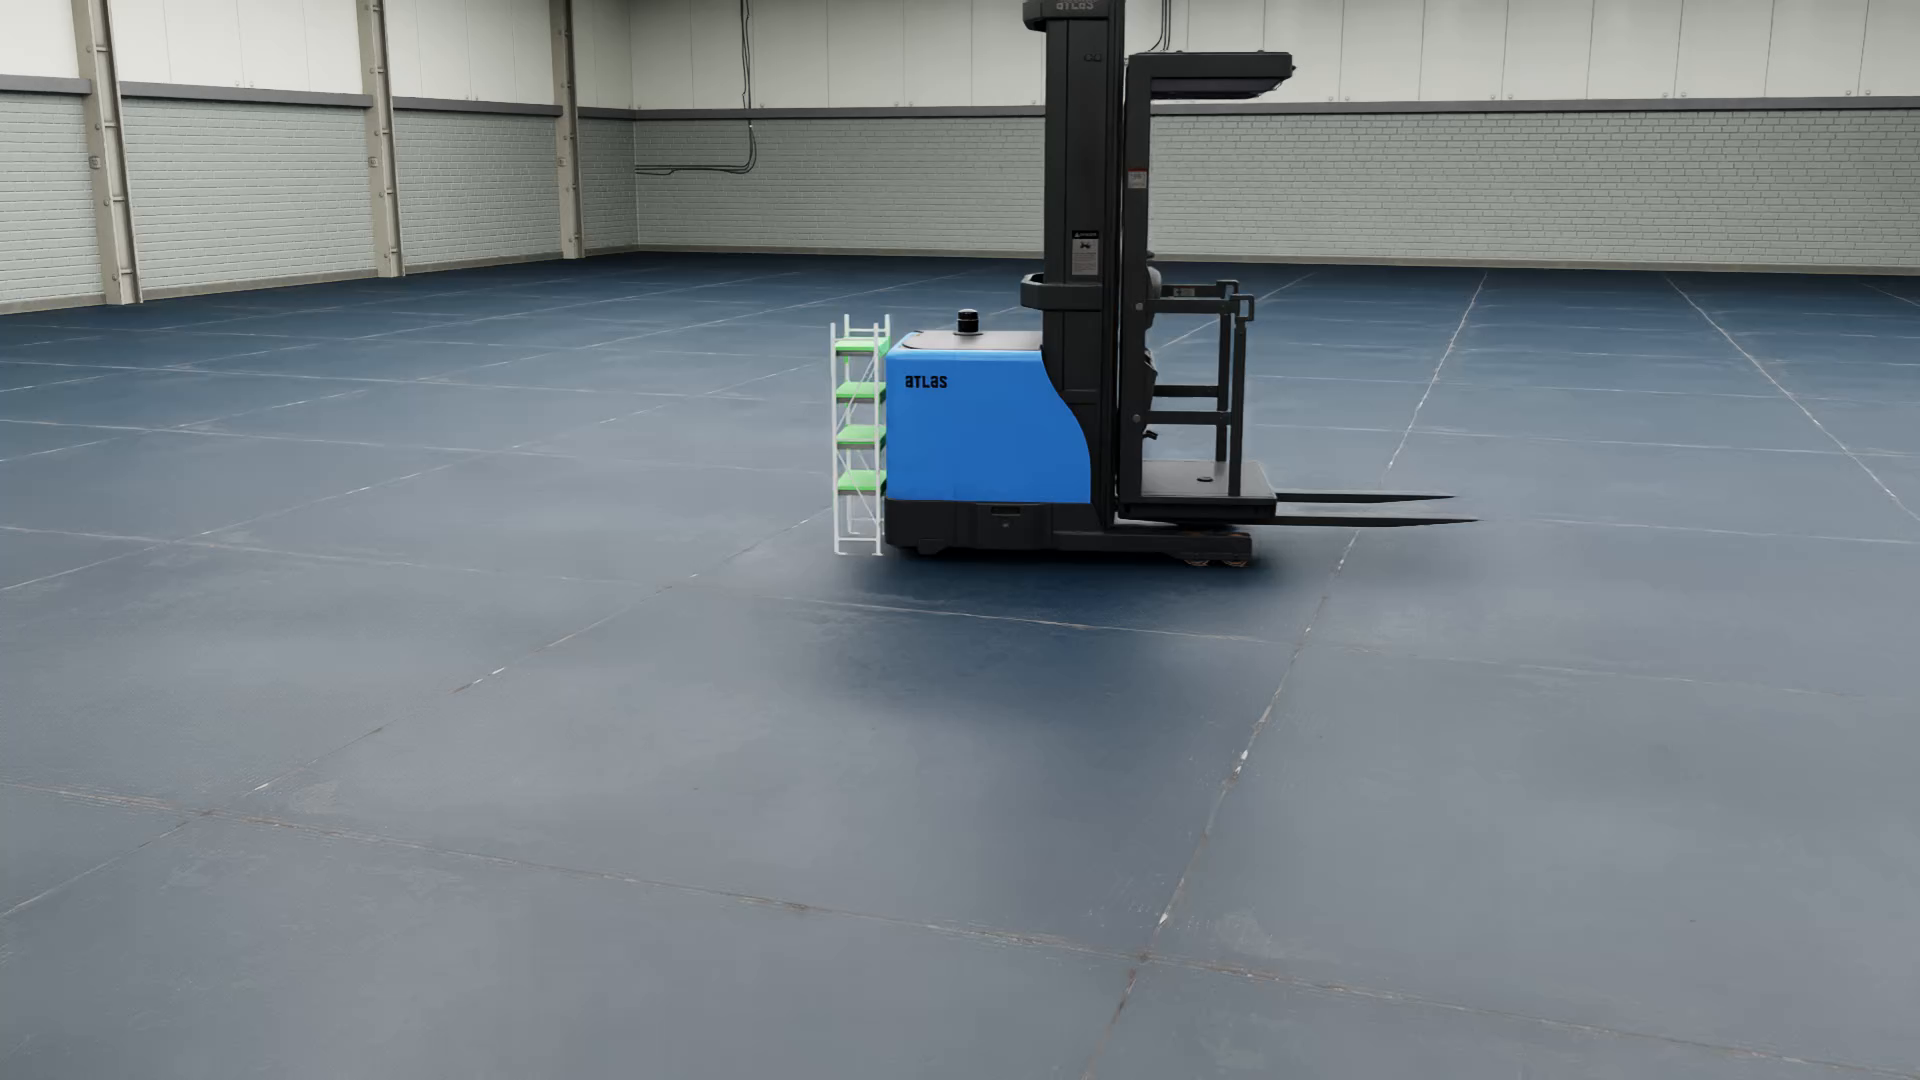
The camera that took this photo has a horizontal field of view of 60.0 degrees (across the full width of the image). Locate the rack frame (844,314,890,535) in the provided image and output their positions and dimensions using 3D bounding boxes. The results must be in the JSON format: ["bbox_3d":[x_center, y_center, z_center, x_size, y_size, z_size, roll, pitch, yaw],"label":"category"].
[{"bbox_3d":[-0.496,-0.617,8.994,0.240,1.200,0.015,1,13,4],"label":"rack frame"}]

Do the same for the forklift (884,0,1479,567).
[{"bbox_3d":[1.154,-1.416,8.605,3.031,2.935,1.130,1,13,5],"label":"forklift"}]

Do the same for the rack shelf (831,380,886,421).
[{"bbox_3d":[-0.514,-0.734,8.717,0.258,0.148,0.480,1,13,4],"label":"rack shelf"}]

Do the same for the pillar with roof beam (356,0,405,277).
[{"bbox_3d":[-5.991,-8.741,27.061,9.100,9.000,0.400,4,14,18],"label":"pillar with roof beam"}]

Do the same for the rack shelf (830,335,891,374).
[{"bbox_3d":[-0.514,-0.968,8.664,0.258,0.148,0.480,1,13,4],"label":"rack shelf"}]

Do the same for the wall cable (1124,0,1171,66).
[{"bbox_3d":[3.059,-11.810,32.867,2.305,6.003,0.169,4,14,18],"label":"wall cable"}]

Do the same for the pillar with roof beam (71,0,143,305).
[{"bbox_3d":[-7.932,-7.478,21.526,9.100,9.000,0.400,4,14,18],"label":"pillar with roof beam"}]

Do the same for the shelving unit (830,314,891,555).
[{"bbox_3d":[-0.514,-0.563,8.757,0.258,1.200,0.503,1,13,4],"label":"shelving unit"}]

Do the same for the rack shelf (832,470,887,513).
[{"bbox_3d":[-0.514,-0.266,8.824,0.258,0.148,0.480,1,13,4],"label":"rack shelf"}]

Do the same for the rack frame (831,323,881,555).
[{"bbox_3d":[-0.532,-0.508,8.519,0.240,1.200,0.015,1,13,4],"label":"rack frame"}]

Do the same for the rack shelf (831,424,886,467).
[{"bbox_3d":[-0.514,-0.500,8.771,0.258,0.148,0.480,1,13,4],"label":"rack shelf"}]

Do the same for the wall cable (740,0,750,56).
[{"bbox_3d":[-3.359,-11.593,35.185,3.097,2.526,0.112,4,14,18],"label":"wall cable"}]

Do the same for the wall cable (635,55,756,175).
[{"bbox_3d":[-5.919,-9.325,36.600,3.097,2.526,0.112,4,14,18],"label":"wall cable"}]

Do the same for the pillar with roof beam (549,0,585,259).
[{"bbox_3d":[-4.050,-10.004,32.596,9.100,9.000,0.400,4,14,18],"label":"pillar with roof beam"}]
